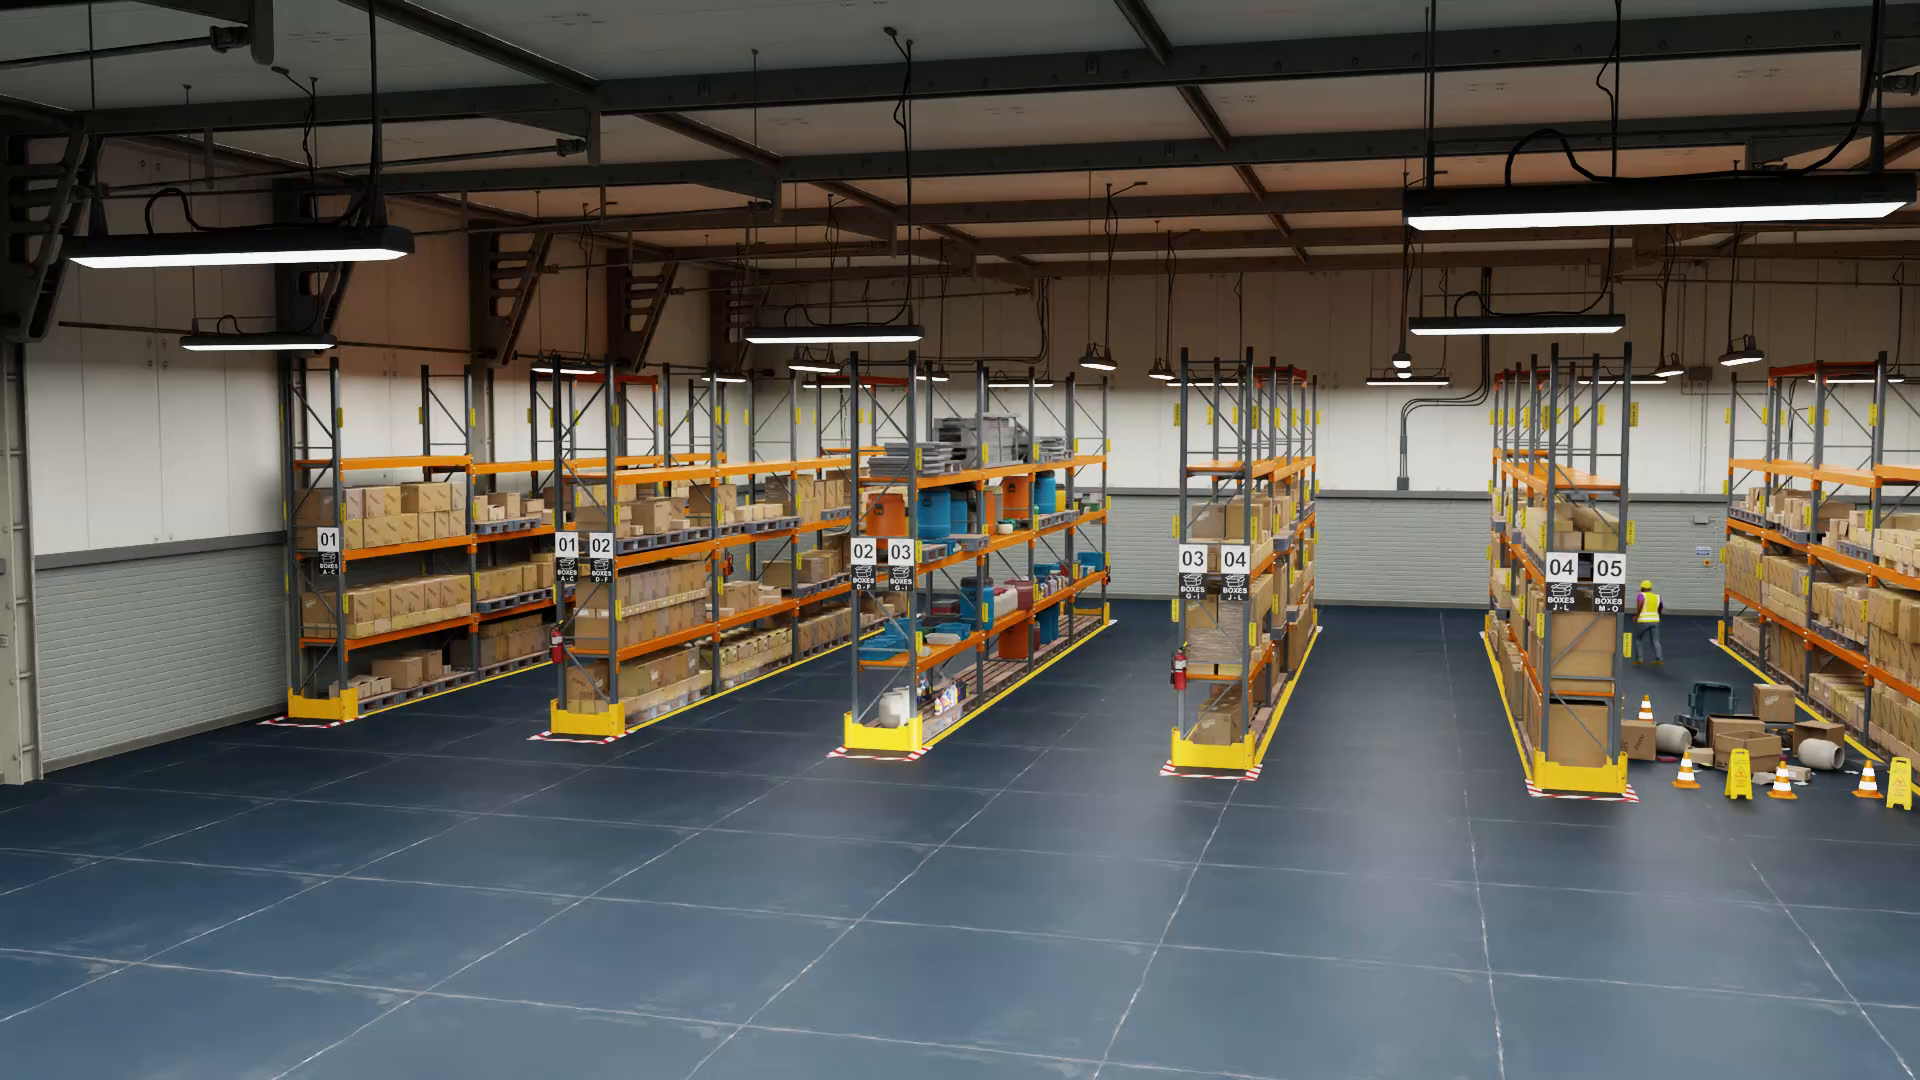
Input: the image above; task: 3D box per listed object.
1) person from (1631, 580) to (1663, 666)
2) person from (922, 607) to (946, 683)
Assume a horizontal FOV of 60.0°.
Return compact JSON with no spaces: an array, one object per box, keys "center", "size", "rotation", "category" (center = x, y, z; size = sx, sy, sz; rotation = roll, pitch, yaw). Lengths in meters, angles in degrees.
[{"center":[13.797,1.693,33.343],"size":[0.714,1.734,0.983],"rotation":[0,4,-2],"category":"person"},{"center":[-0.539,1.984,30.366],"size":[0.580,1.571,0.621],"rotation":[0,4,-3],"category":"person"}]
